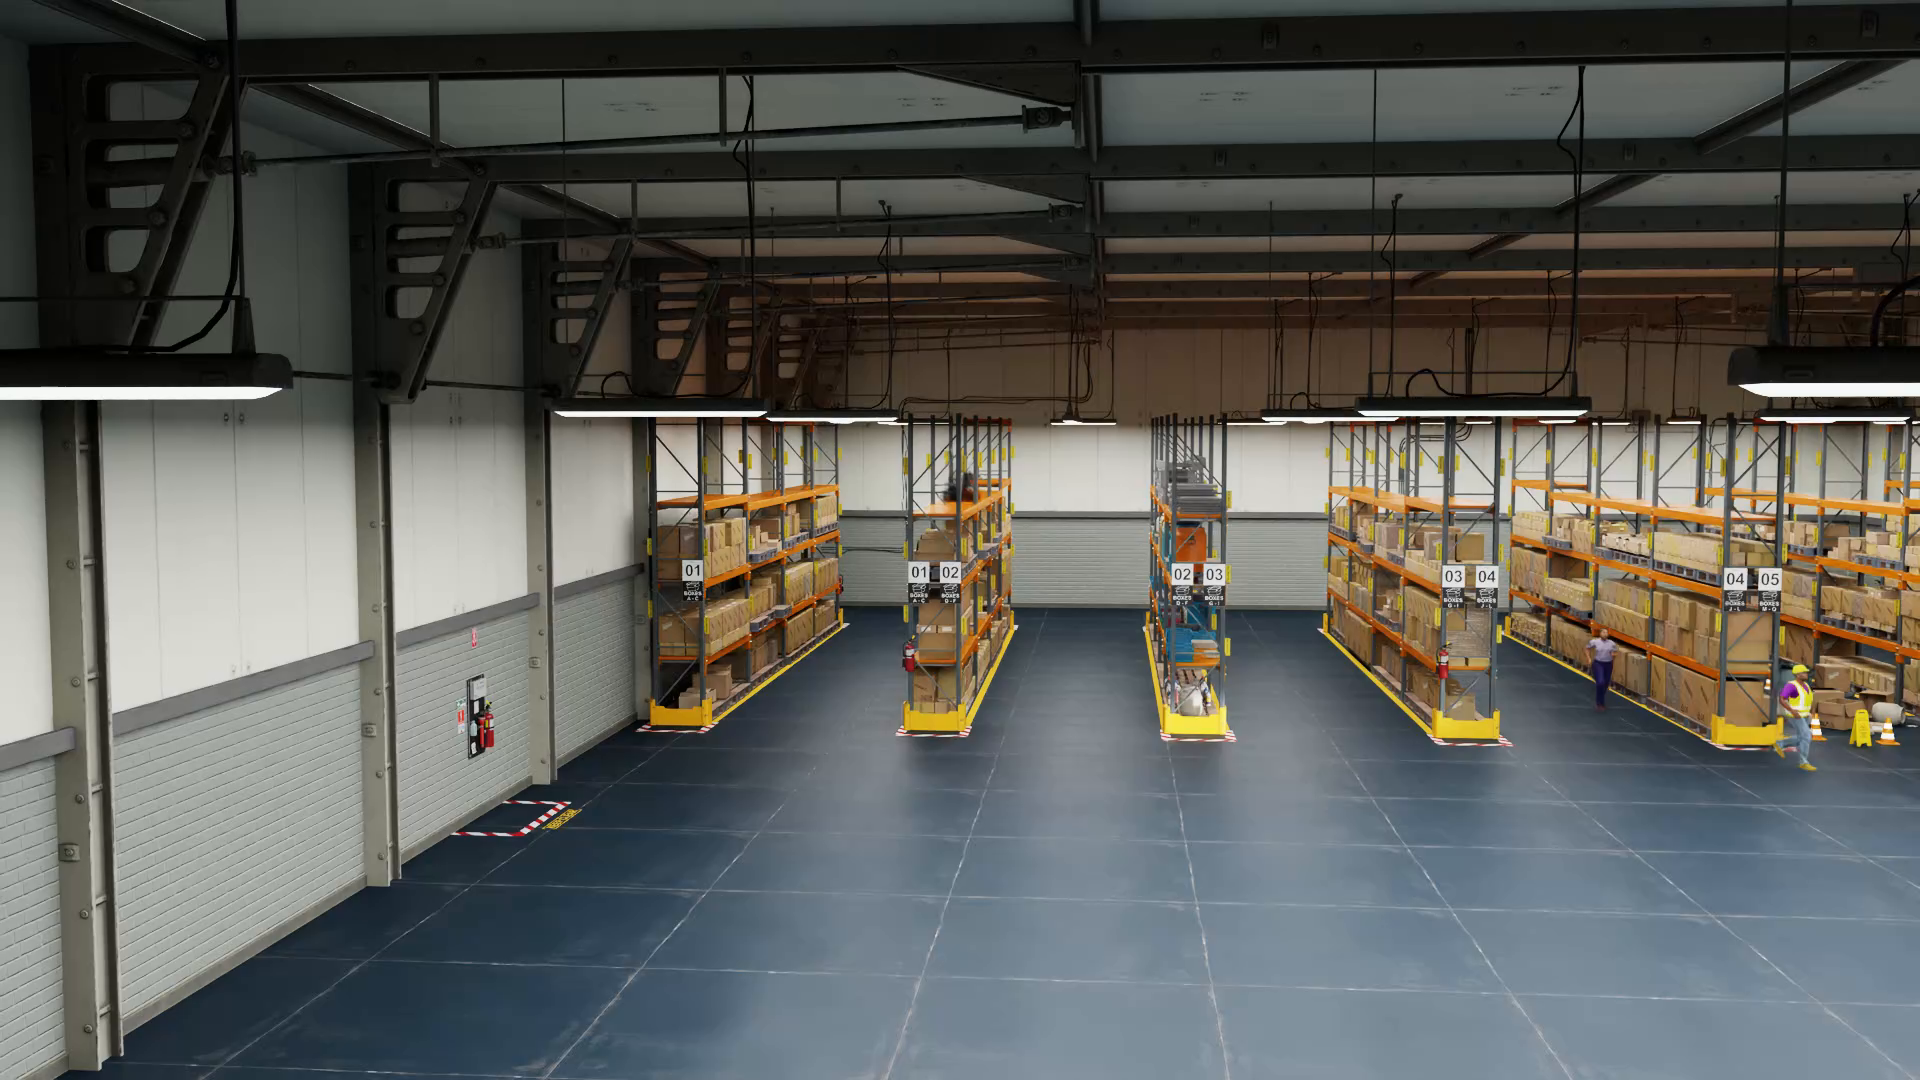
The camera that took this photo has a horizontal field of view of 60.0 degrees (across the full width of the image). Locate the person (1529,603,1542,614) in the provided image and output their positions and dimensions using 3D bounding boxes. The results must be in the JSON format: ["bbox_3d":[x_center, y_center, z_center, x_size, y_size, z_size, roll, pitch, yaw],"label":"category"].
[{"bbox_3d":[16.443,1.707,47.247,0.749,1.800,0.669,0,4,5],"label":"person"}]

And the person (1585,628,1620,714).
[{"bbox_3d":[13.058,2.621,33.758,0.588,1.690,0.846,0,4,-2],"label":"person"}]

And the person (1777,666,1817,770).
[{"bbox_3d":[14.146,2.978,28.076,0.719,1.733,0.726,-3,5,-38],"label":"person"}]
